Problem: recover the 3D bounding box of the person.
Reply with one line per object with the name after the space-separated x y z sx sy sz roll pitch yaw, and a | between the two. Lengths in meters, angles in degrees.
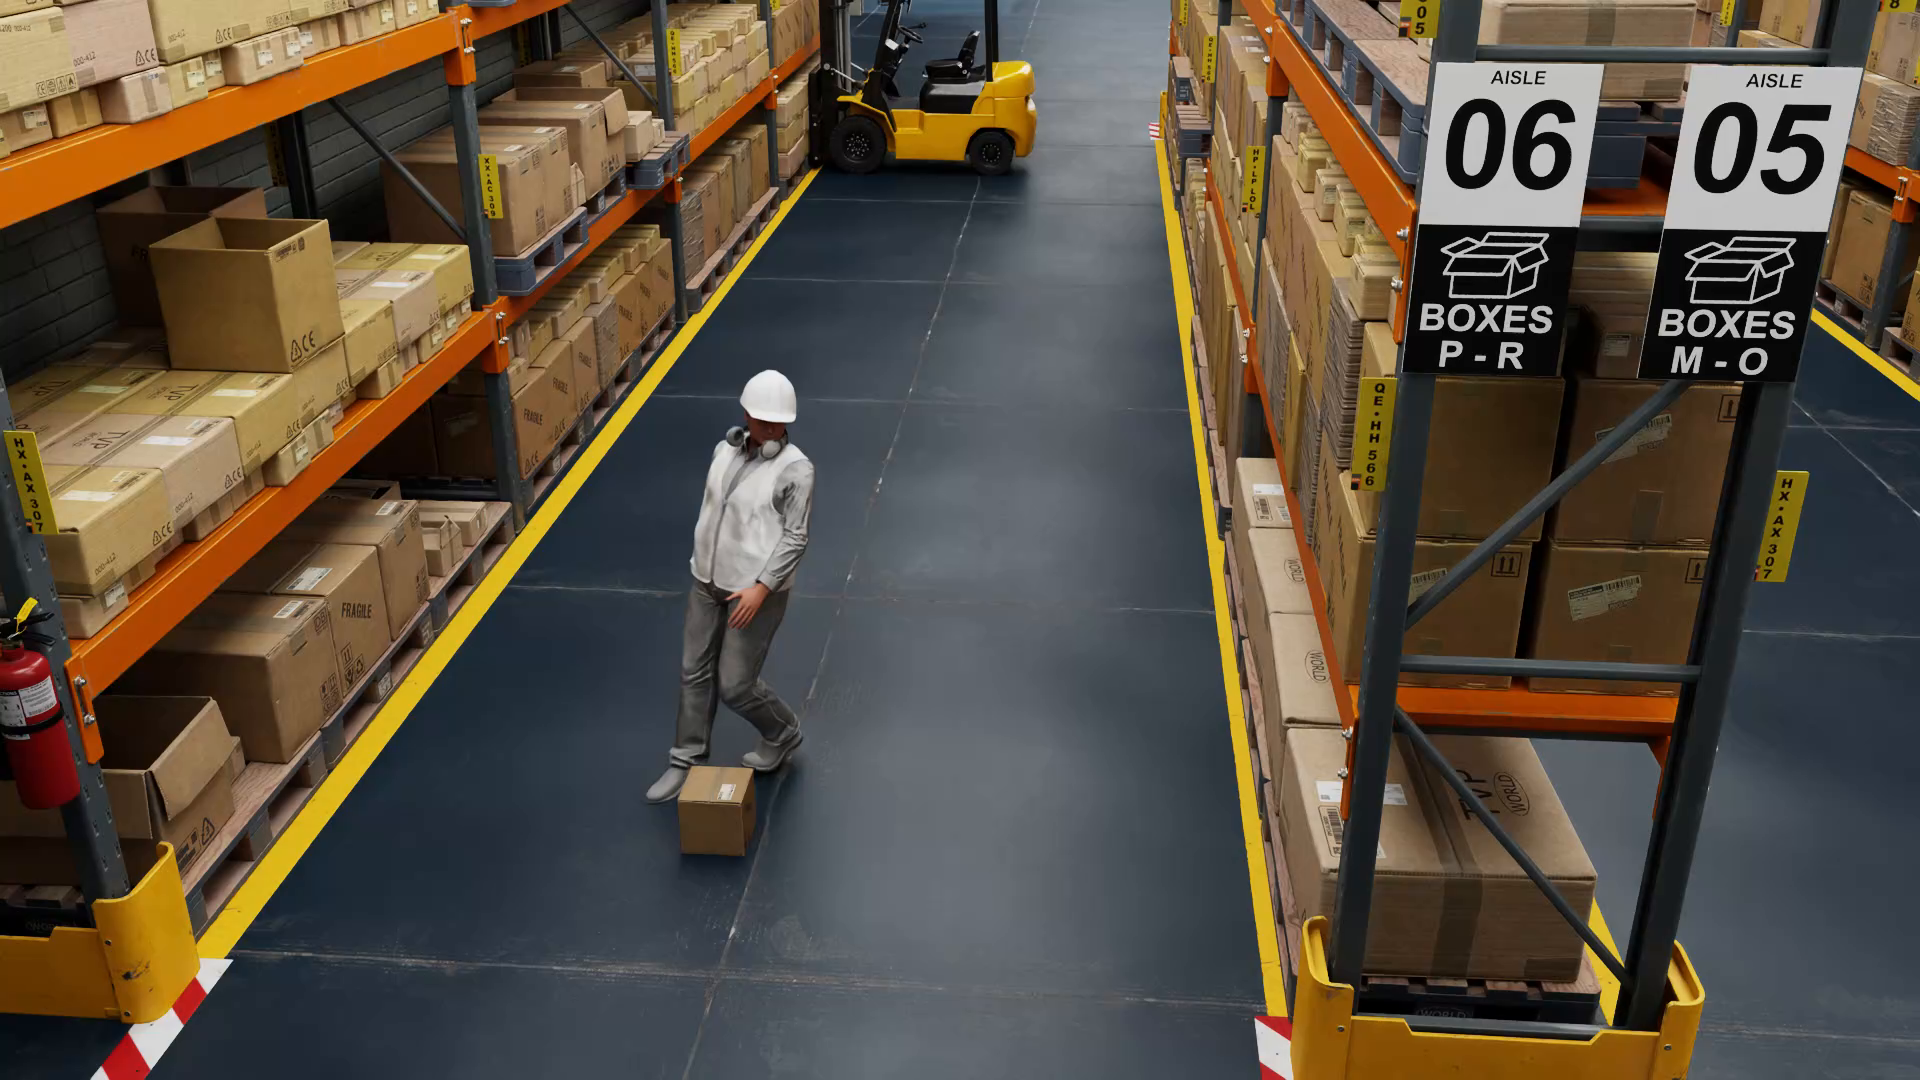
-0.942 0.214 6.681 0.568 1.729 0.779 17 29 32 | person
